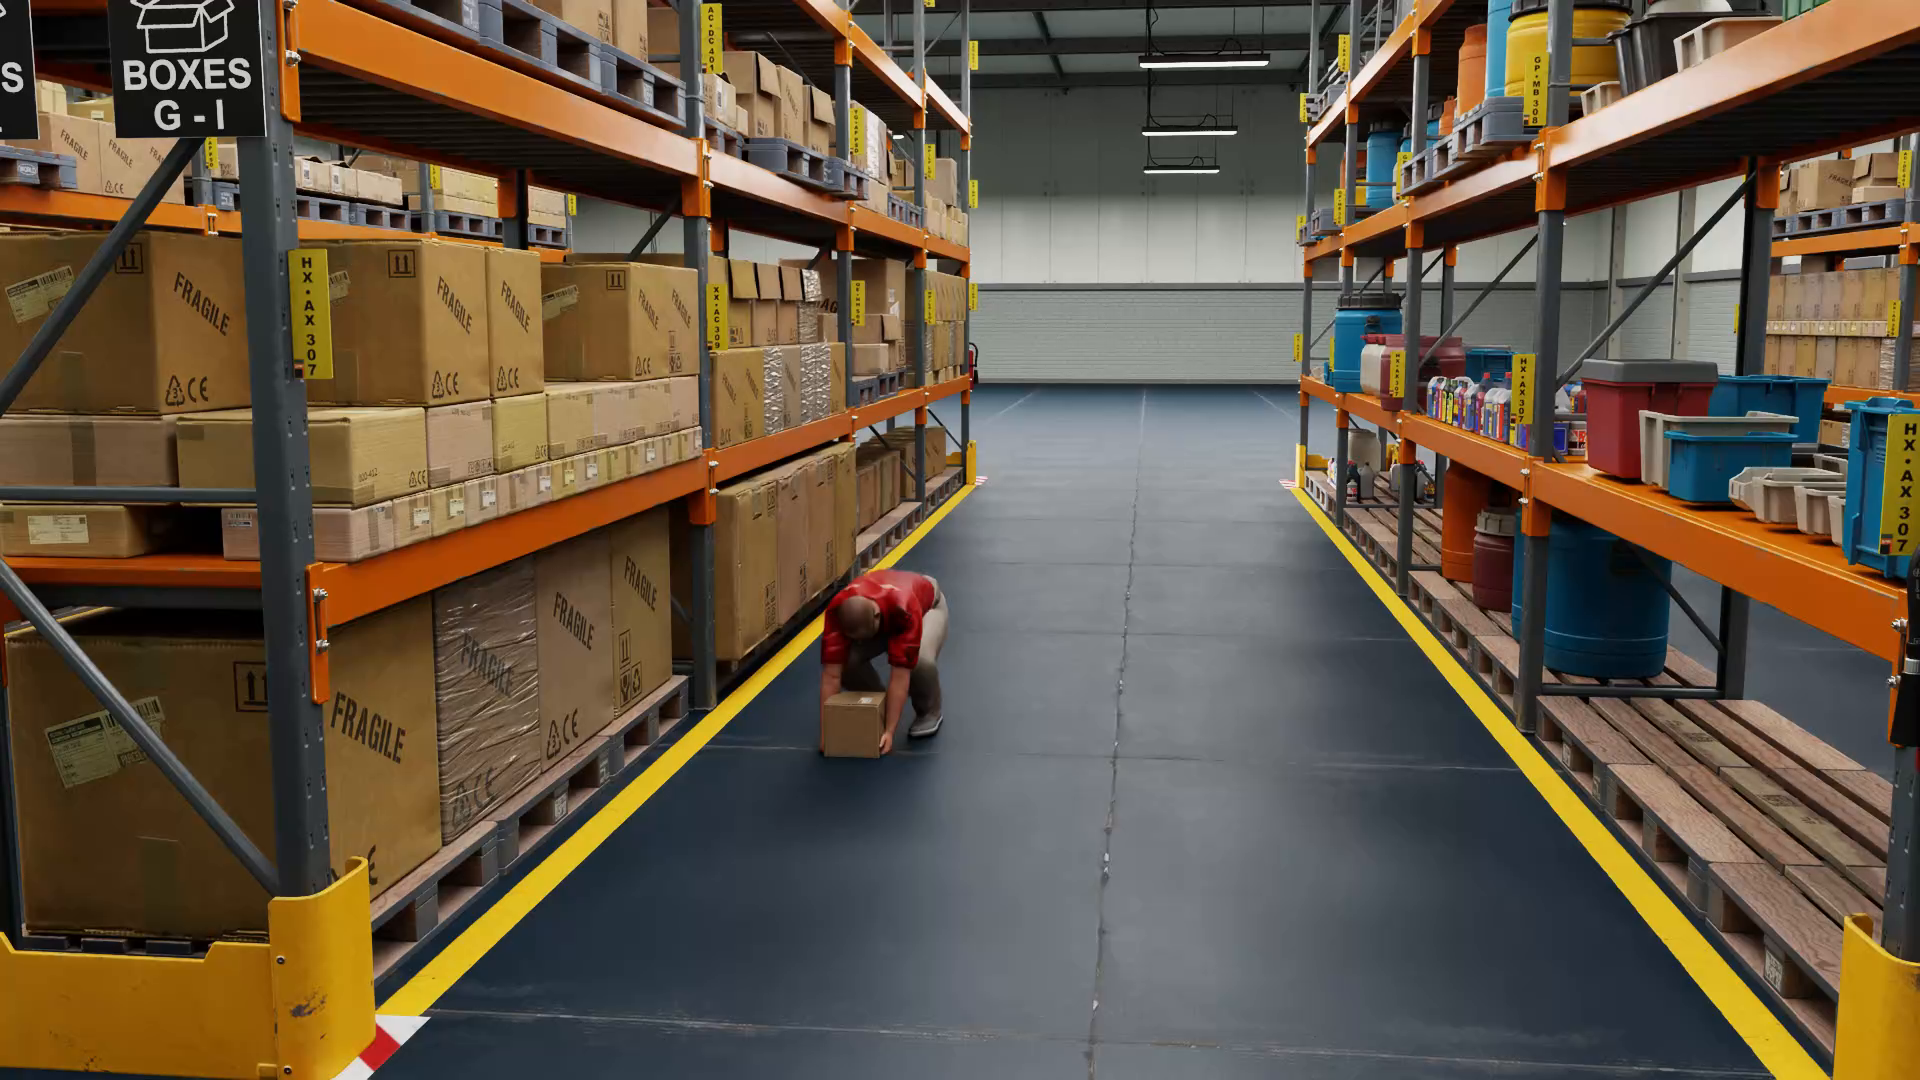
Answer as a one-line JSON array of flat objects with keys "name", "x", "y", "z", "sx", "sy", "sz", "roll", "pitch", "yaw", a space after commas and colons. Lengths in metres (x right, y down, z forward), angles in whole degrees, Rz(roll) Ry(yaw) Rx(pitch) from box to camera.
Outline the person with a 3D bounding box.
[{"name": "person", "x": -0.358, "y": 0.555, "z": 7.839, "sx": 0.534, "sy": 0.804, "sz": 0.950, "roll": 3, "pitch": 8, "yaw": 20}]
